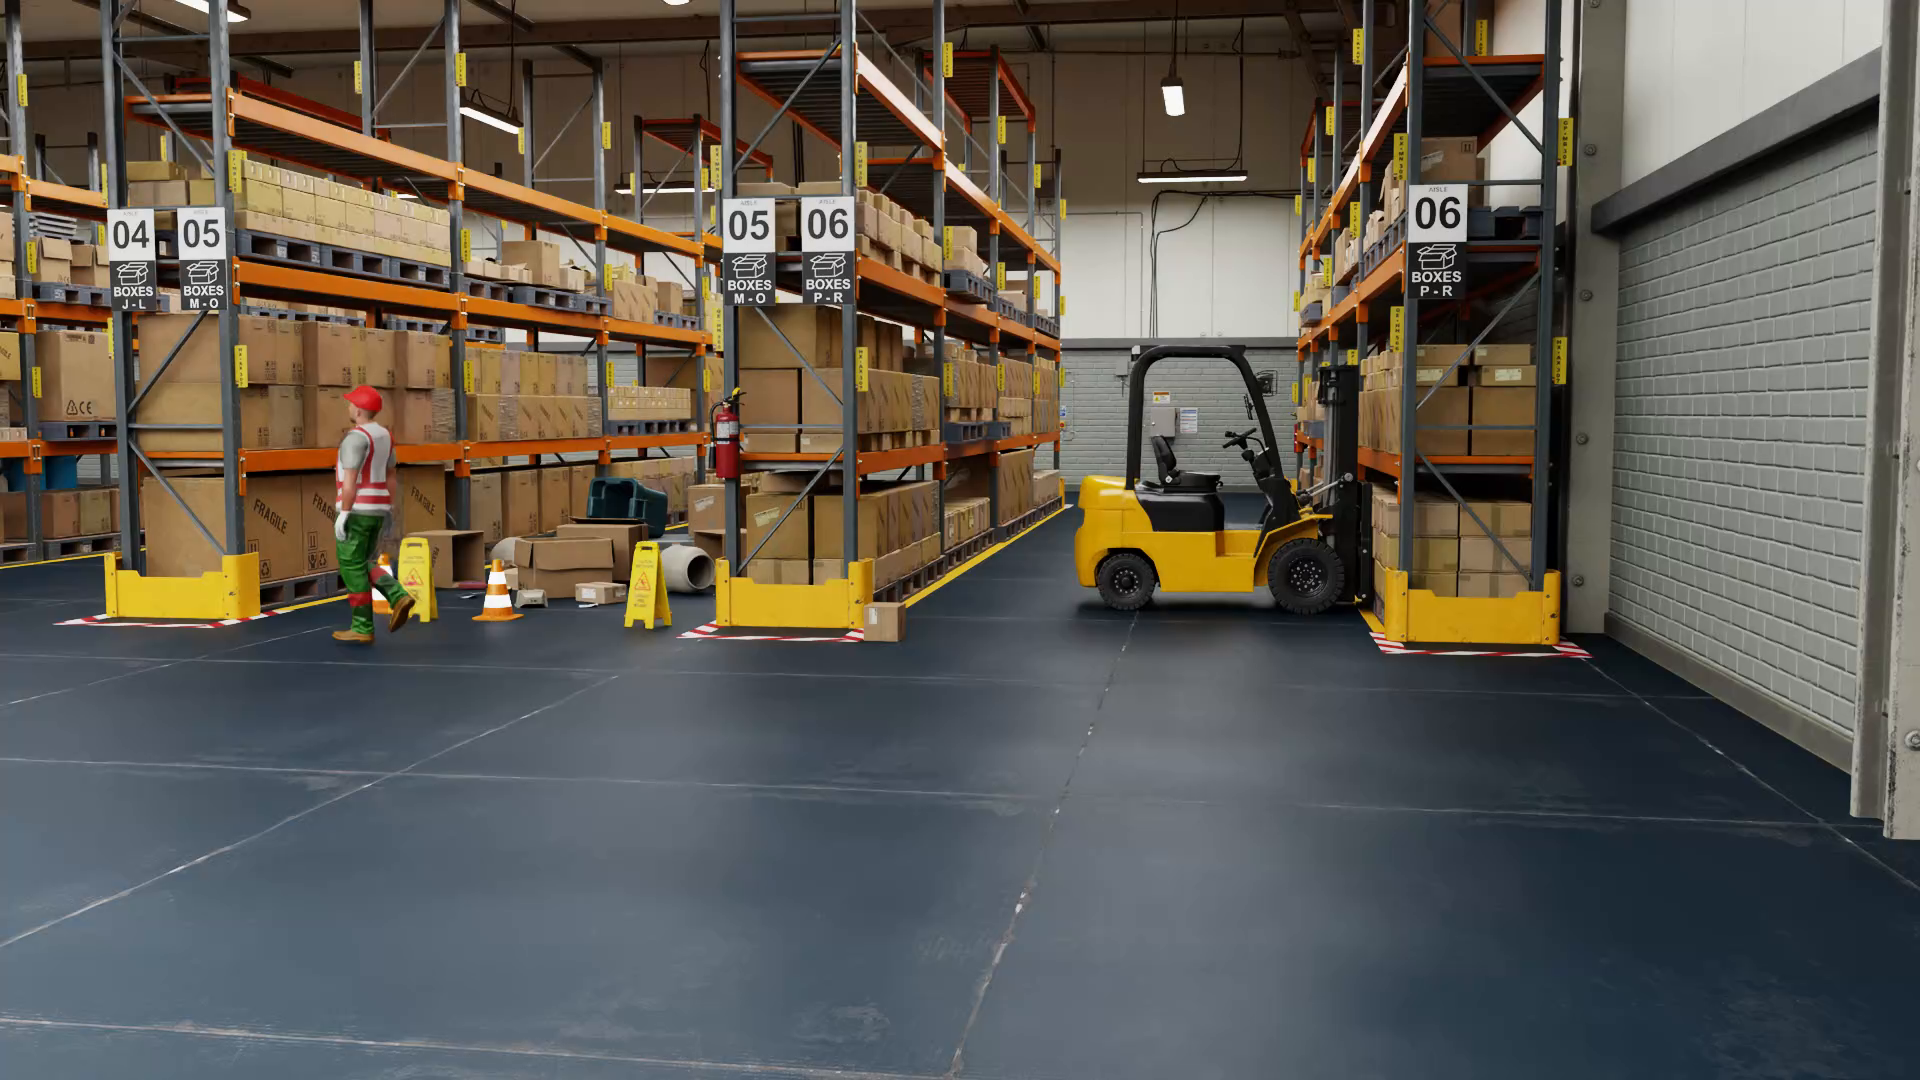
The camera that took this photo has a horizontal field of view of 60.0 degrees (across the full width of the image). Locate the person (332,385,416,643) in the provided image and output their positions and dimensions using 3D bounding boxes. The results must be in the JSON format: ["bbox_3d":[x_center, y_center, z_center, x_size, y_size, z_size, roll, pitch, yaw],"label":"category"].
[{"bbox_3d":[-4.102,-0.181,11.535,0.544,1.779,0.529,1,4,9],"label":"person"}]
